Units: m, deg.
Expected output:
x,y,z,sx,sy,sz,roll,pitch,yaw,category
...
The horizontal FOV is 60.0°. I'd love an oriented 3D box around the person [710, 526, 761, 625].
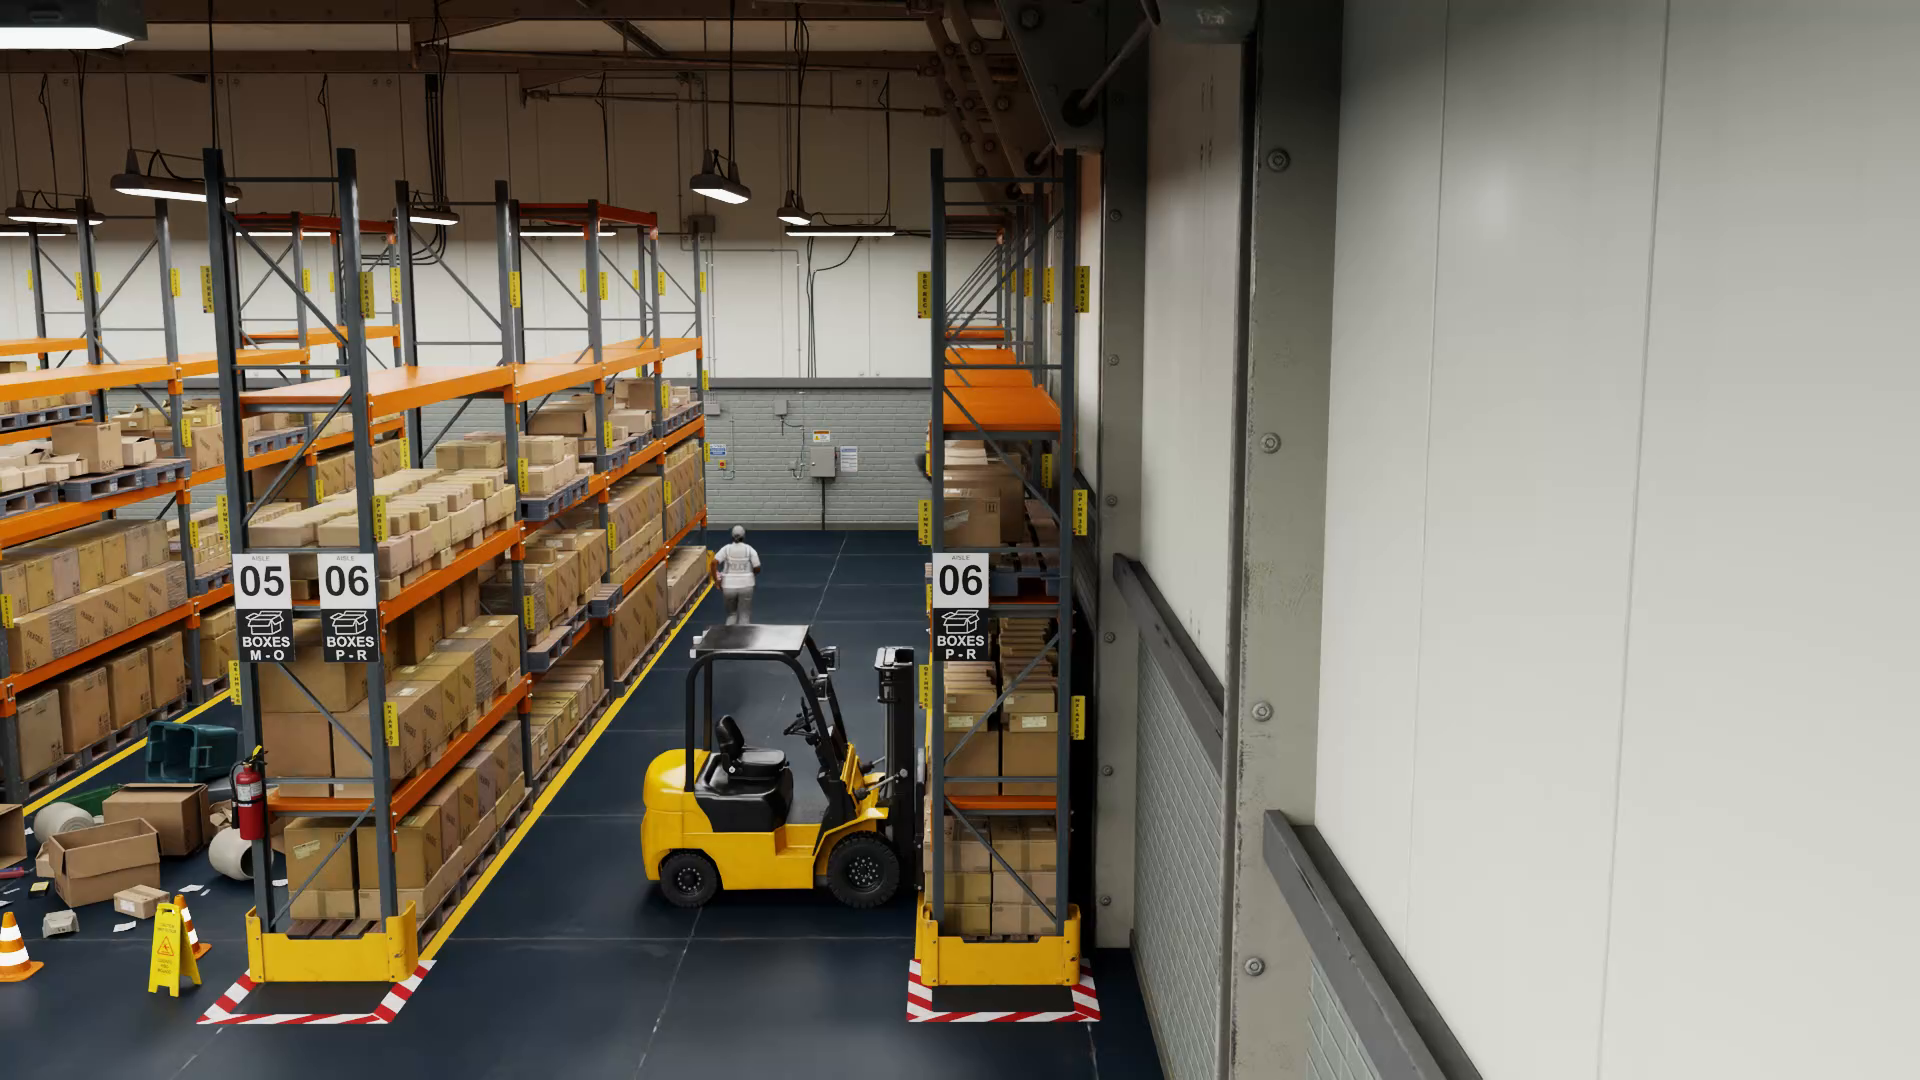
x,y,z,sx,sy,sz,roll,pitch,yaw,category
-2.887,0.669,21.541,0.626,1.729,0.634,0,9,0,person
